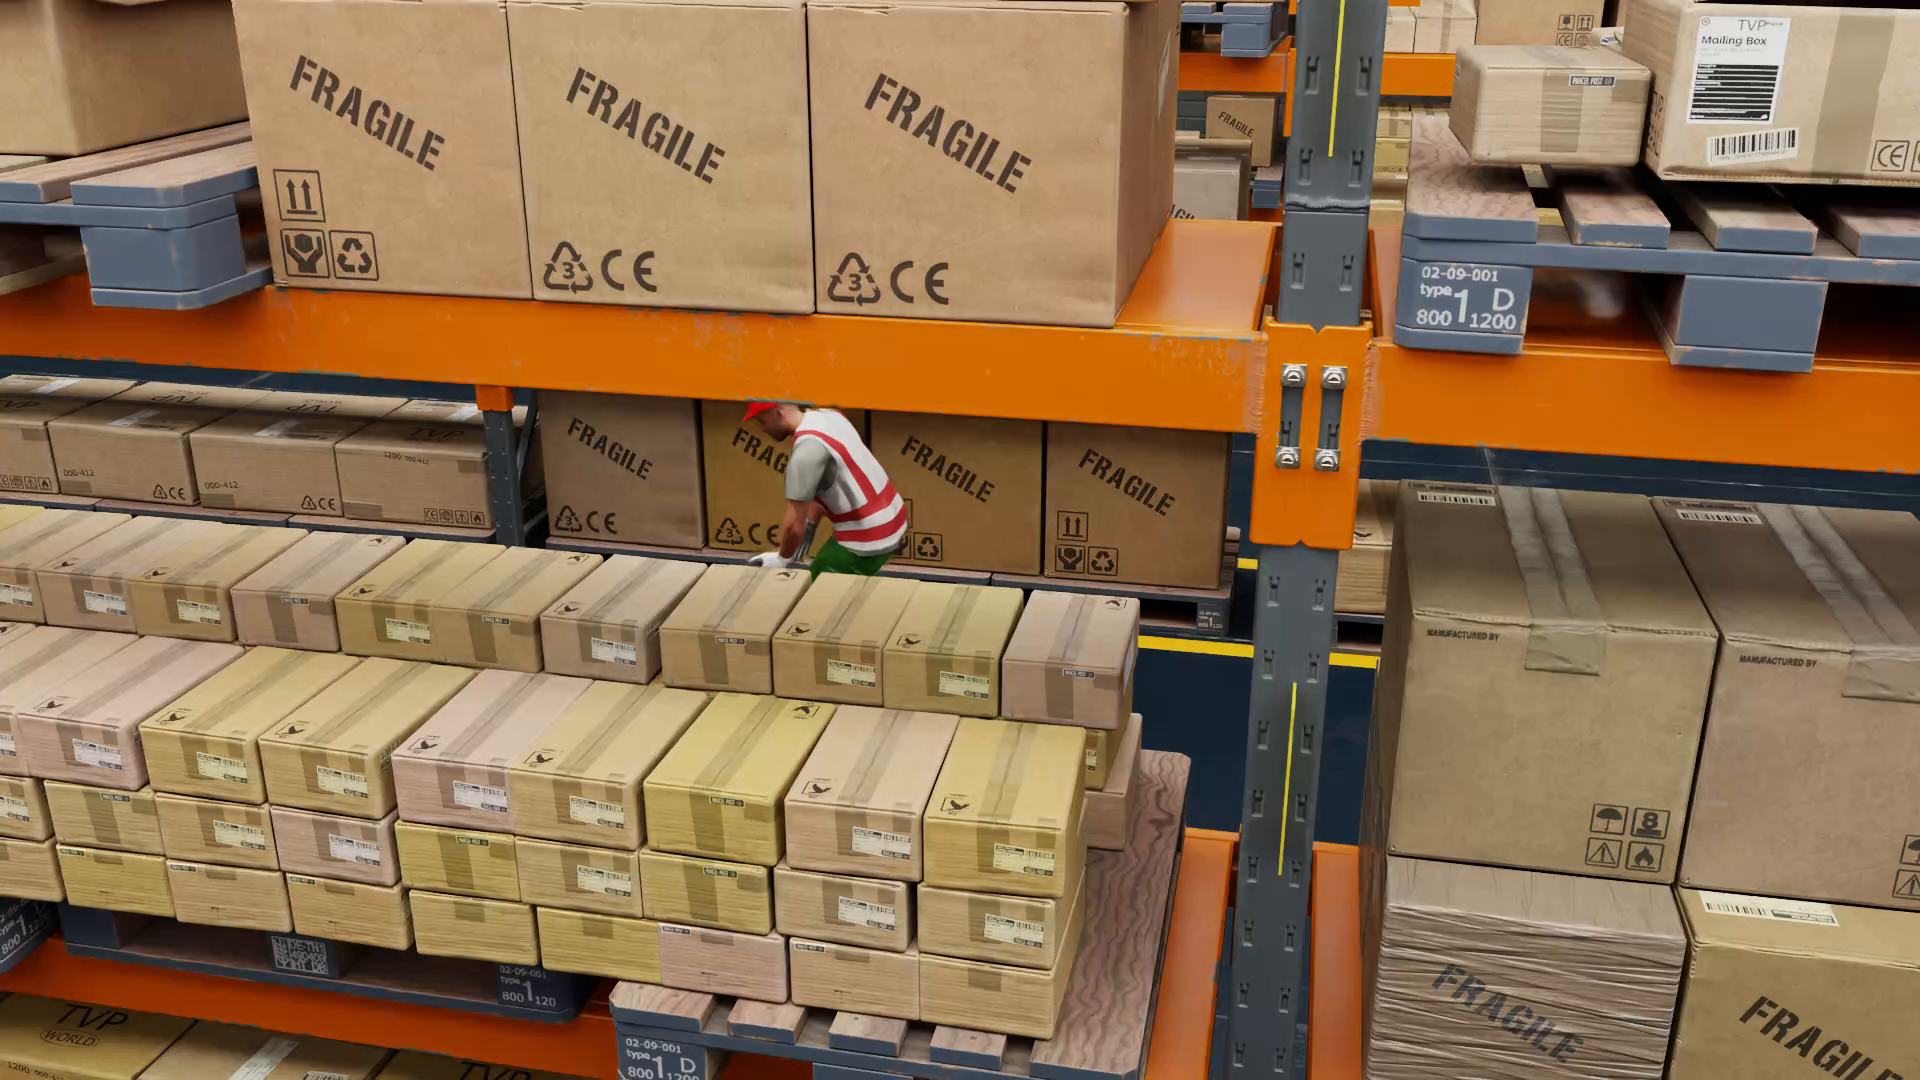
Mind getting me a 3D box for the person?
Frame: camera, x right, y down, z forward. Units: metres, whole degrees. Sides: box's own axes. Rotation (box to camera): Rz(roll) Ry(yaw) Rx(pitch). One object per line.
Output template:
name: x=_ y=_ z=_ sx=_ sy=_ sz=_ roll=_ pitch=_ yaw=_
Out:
person: x=-0.605 y=-0.001 z=7.454 sx=0.711 sy=1.498 sz=0.581 roll=4 pitch=22 yaw=11
